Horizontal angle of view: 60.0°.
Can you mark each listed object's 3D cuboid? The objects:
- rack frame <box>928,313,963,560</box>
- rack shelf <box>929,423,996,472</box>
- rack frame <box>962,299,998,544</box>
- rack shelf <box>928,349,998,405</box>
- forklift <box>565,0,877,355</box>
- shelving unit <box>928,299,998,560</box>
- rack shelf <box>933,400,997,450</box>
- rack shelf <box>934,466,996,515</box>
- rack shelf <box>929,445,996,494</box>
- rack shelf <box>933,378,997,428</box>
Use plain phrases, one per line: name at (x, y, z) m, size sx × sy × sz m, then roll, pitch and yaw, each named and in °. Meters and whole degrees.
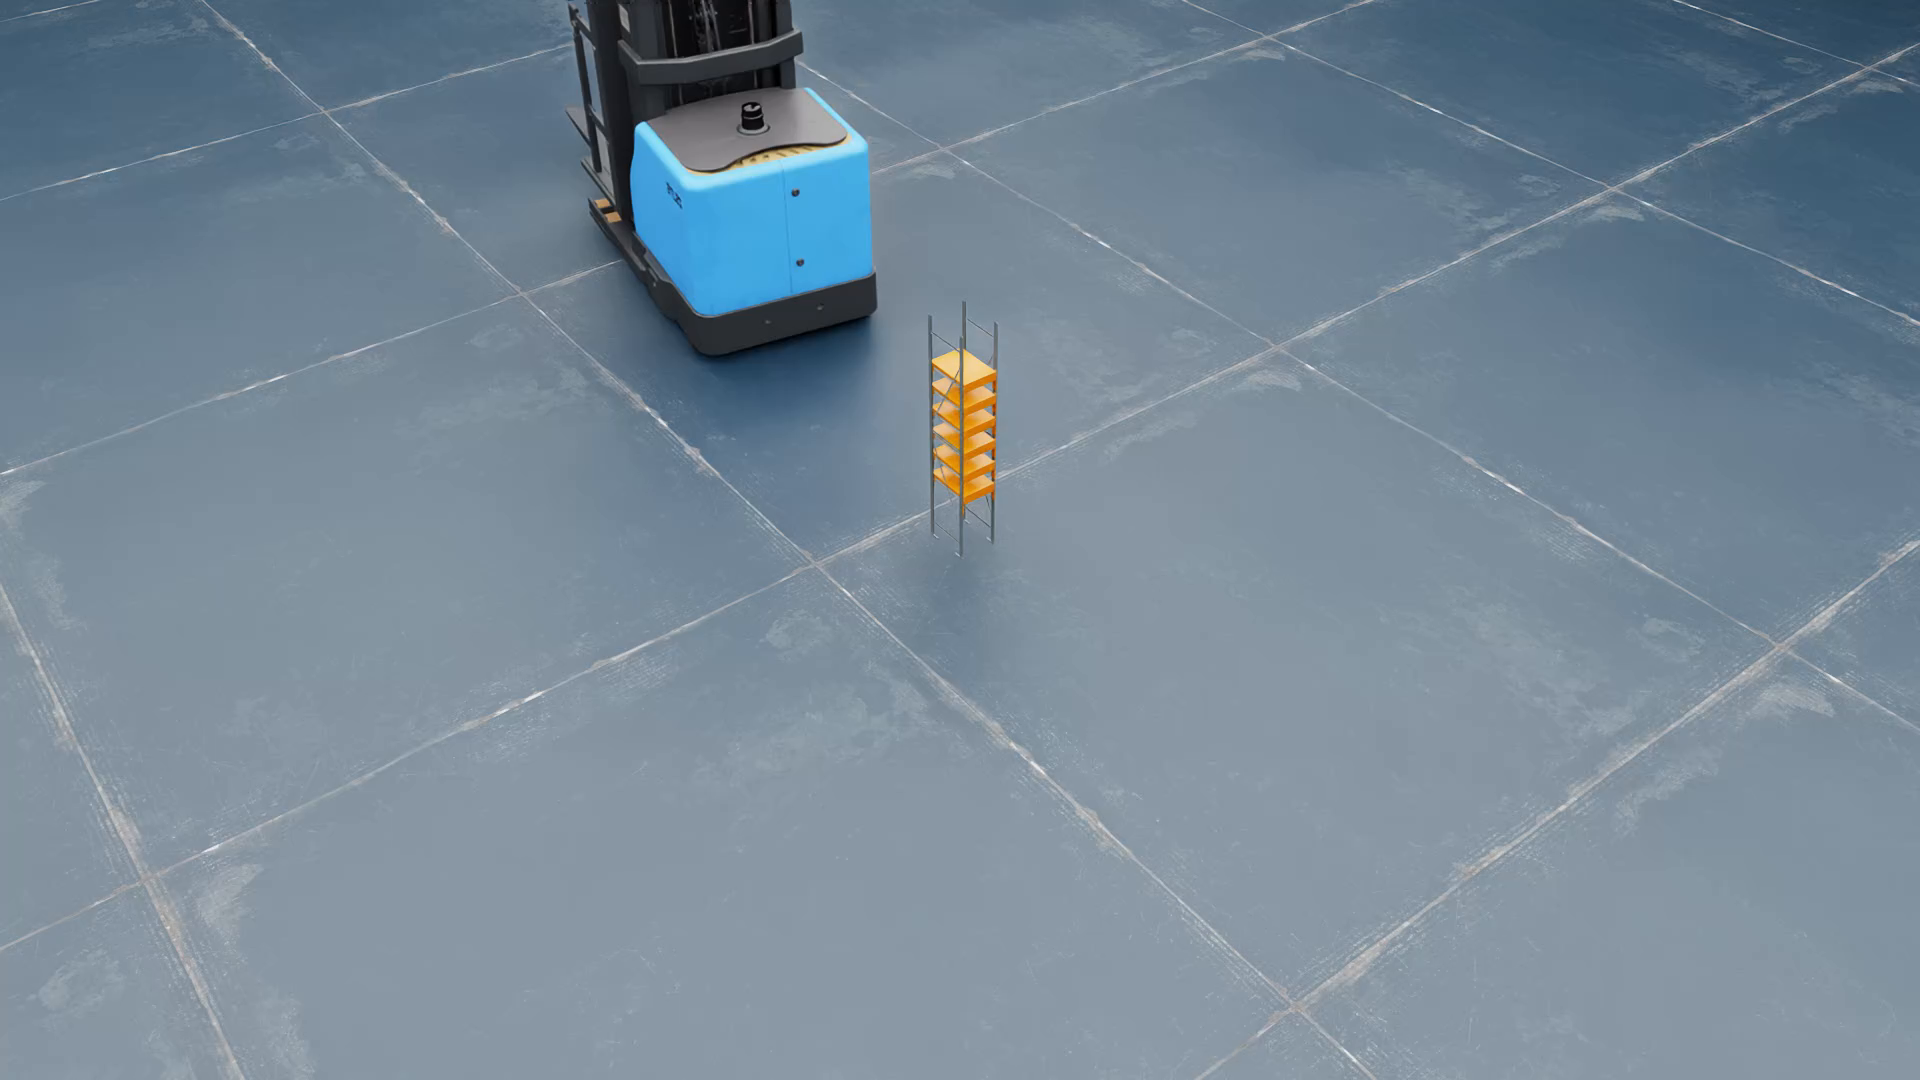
rack frame at (-0.061, -0.434, 7.333) m, size 0.006 × 1.200 × 0.240 m, roll -26°, pitch 46°, yaw -28°
rack shelf at (0.011, -0.435, 7.404) m, size 0.180 × 0.103 × 0.258 m, roll -26°, pitch 46°, yaw -28°
rack frame at (0.084, -0.505, 7.419) m, size 0.006 × 1.200 × 0.240 m, roll -26°, pitch 46°, yaw -28°
rack shelf at (0.011, -0.713, 7.176) m, size 0.180 × 0.103 × 0.258 m, roll -26°, pitch 46°, yaw -28°
forklift at (-1.583, -3.039, 9.144) m, size 1.130 × 2.935 × 3.031 m, roll -18°, pitch 43°, yaw -21°
shelving unit at (0.011, -0.469, 7.376) m, size 0.189 × 1.200 × 0.258 m, roll -26°, pitch 46°, yaw -28°
rack shelf at (0.011, -0.528, 7.328) m, size 0.180 × 0.103 × 0.258 m, roll -26°, pitch 46°, yaw -28°
rack shelf at (0.011, -0.250, 7.557) m, size 0.180 × 0.103 × 0.258 m, roll -26°, pitch 46°, yaw -28°
rack shelf at (0.011, -0.342, 7.481) m, size 0.180 × 0.103 × 0.258 m, roll -26°, pitch 46°, yaw -28°
rack shelf at (0.011, -0.621, 7.252) m, size 0.180 × 0.103 × 0.258 m, roll -26°, pitch 46°, yaw -28°
